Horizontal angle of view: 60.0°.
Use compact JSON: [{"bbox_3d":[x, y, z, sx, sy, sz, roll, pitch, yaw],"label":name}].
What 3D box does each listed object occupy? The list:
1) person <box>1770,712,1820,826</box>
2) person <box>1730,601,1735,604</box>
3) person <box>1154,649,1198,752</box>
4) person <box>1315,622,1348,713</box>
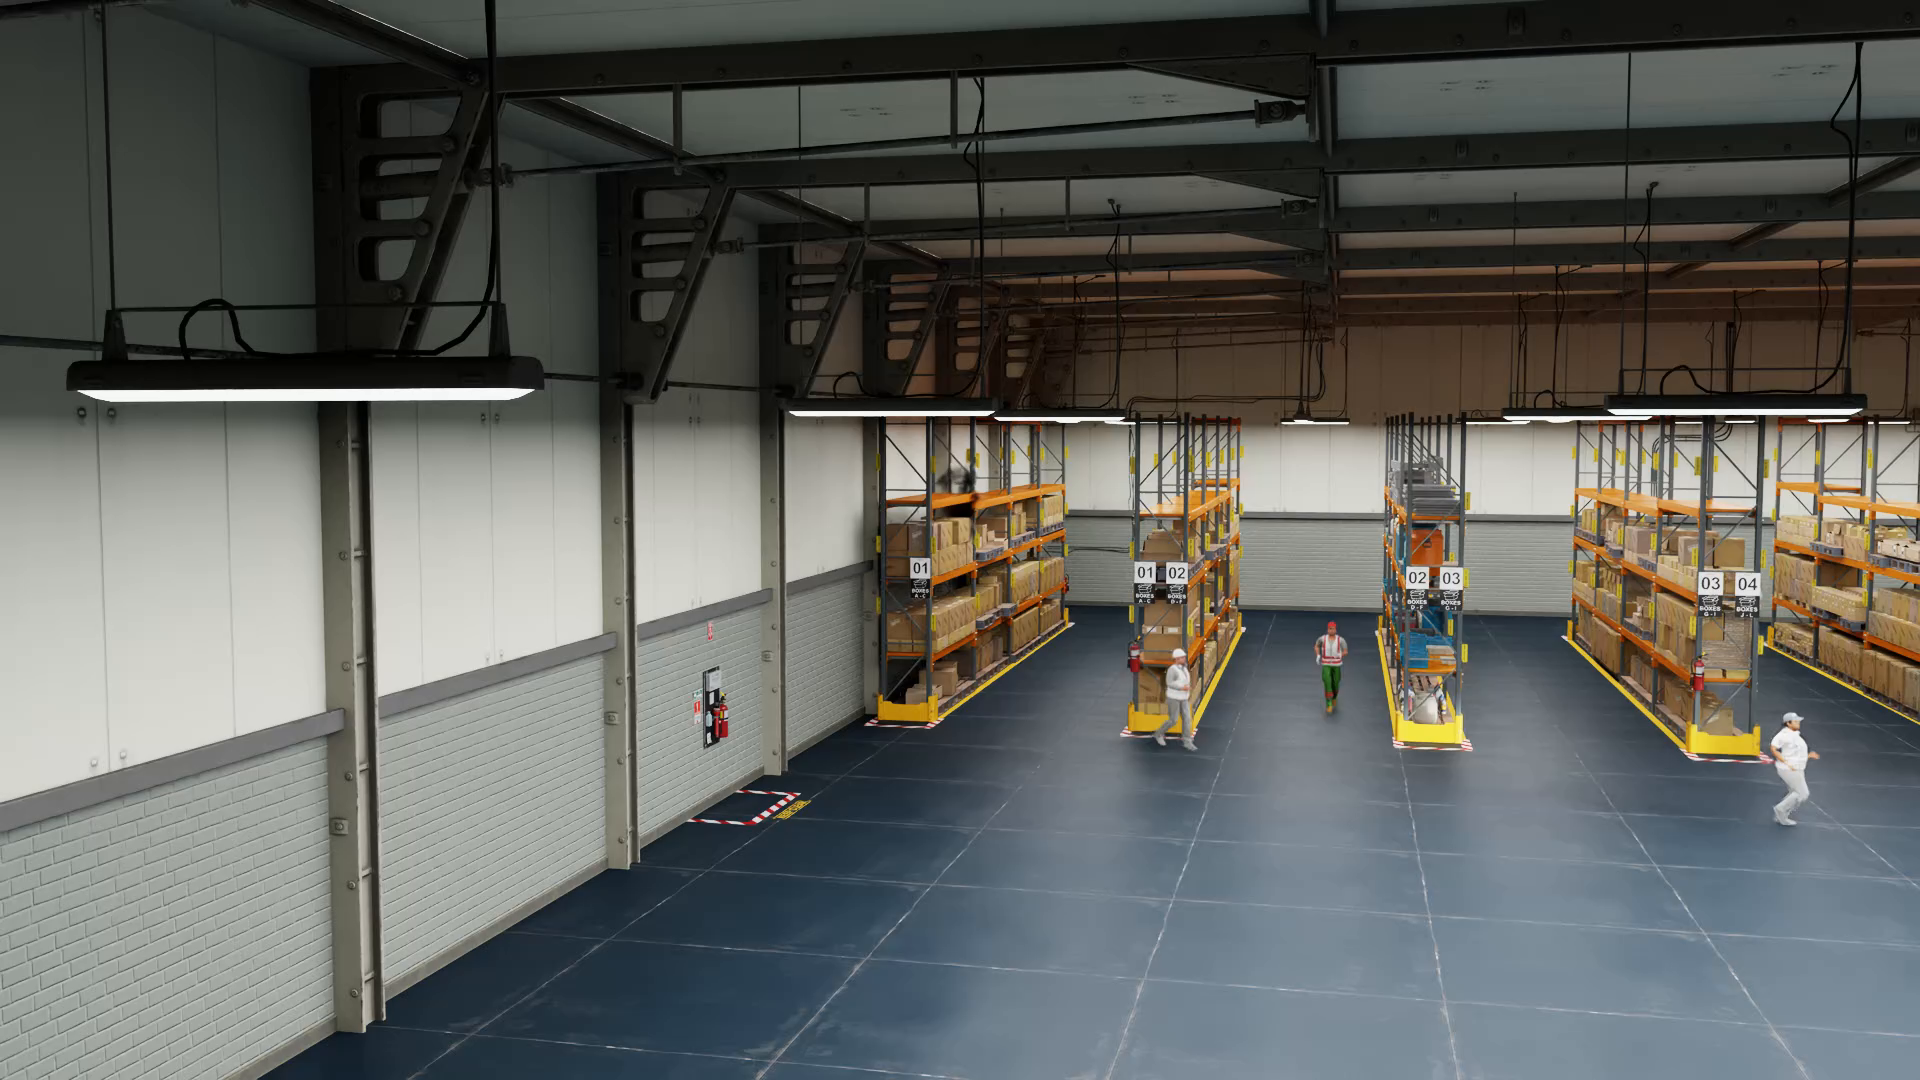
[{"bbox_3d":[11.968,3.289,23.813,0.557,1.626,0.593,3,5,41],"label":"person"},{"bbox_3d":[20.827,1.856,44.378,0.836,1.781,0.680,-1,4,-12],"label":"person"},{"bbox_3d":[3.869,2.829,29.617,0.853,1.801,0.676,3,5,41],"label":"person"},{"bbox_3d":[7.504,2.546,33.612,0.651,1.796,0.862,1,4,12],"label":"person"}]
